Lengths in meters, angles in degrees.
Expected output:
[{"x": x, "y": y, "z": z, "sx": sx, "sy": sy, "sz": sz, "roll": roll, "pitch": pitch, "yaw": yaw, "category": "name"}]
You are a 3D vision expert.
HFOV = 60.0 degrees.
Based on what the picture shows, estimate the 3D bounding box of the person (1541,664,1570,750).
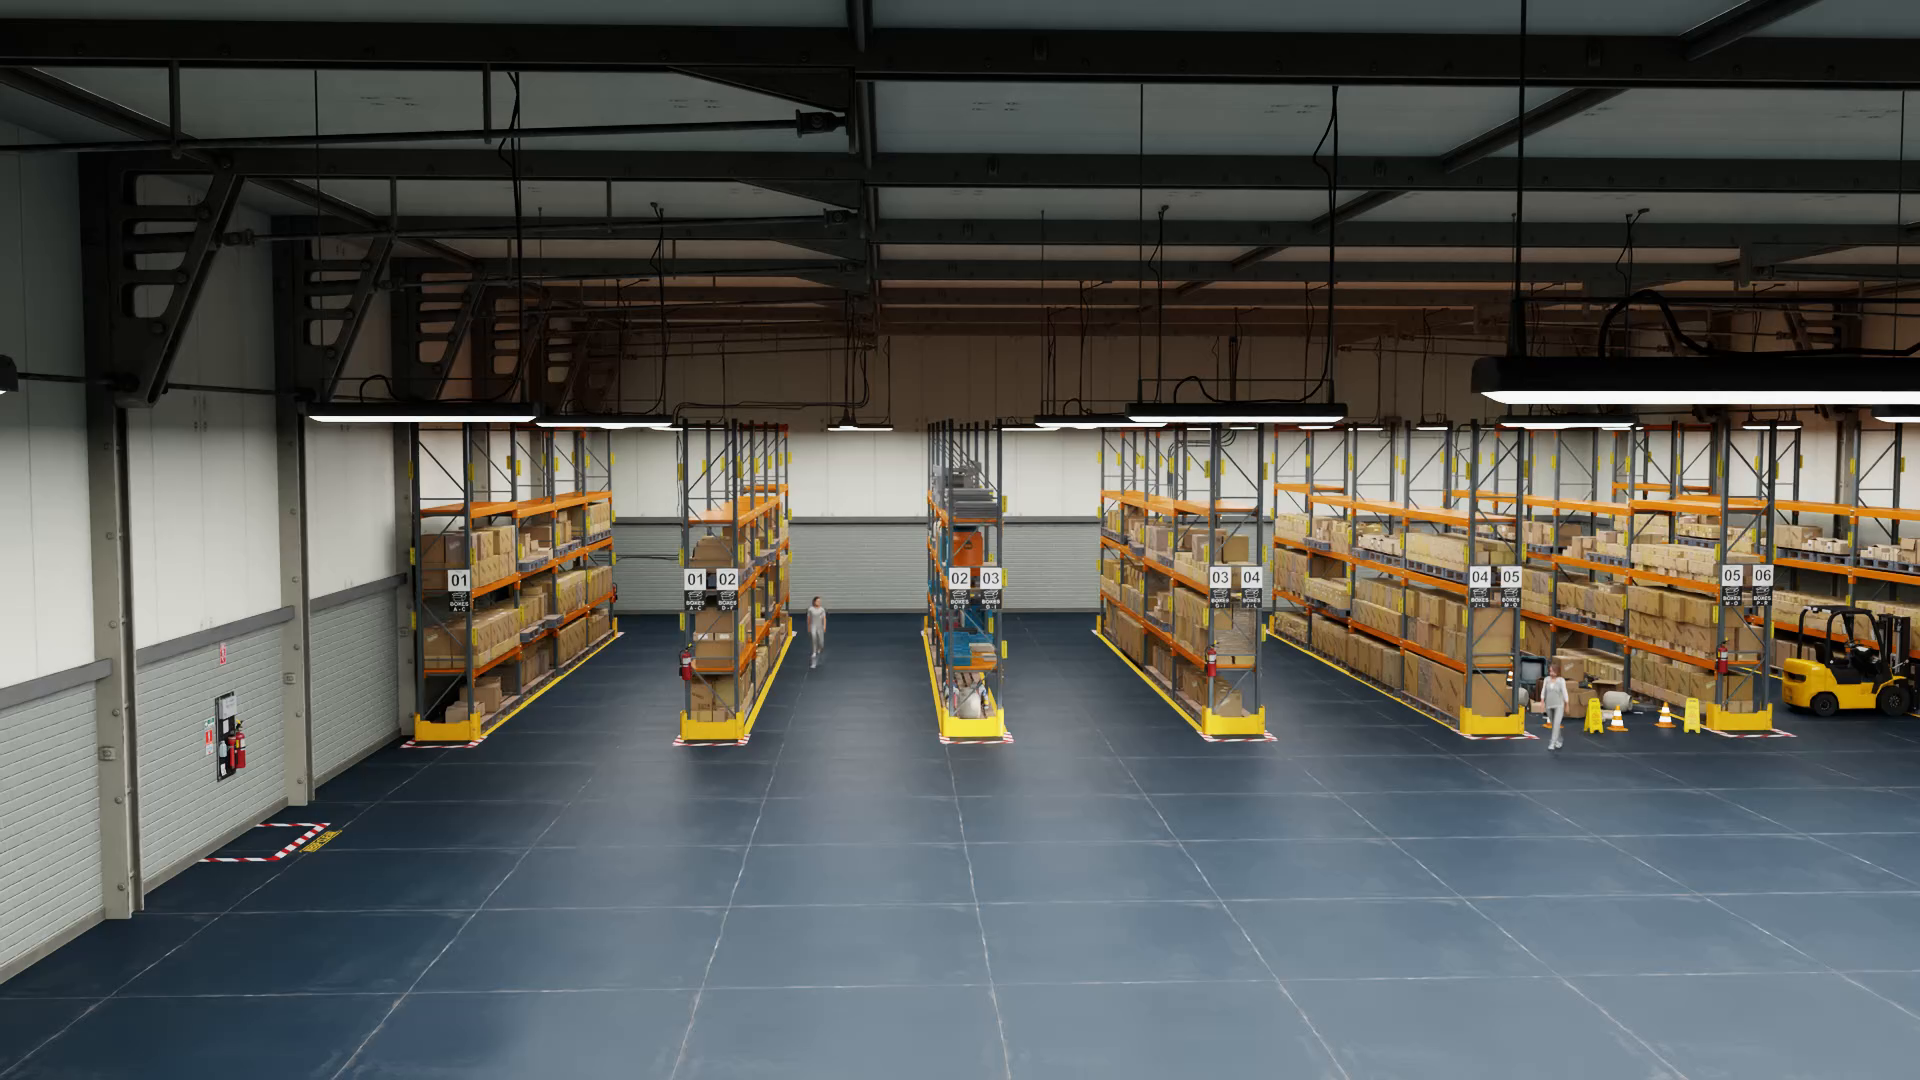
[{"x": 10.664, "y": 3.009, "z": 29.913, "sx": 0.451, "sy": 1.547, "sz": 0.957, "roll": 4, "pitch": 5, "yaw": 44, "category": "person"}]

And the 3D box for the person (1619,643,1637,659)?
[{"x": 16.394, "y": 2.329, "z": 40.785, "sx": 0.514, "sy": 1.576, "sz": 0.697, "roll": -1, "pitch": 4, "yaw": -10, "category": "person"}]

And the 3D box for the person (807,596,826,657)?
[{"x": -3.507, "y": 2.124, "z": 40.979, "sx": 0.463, "sy": 1.452, "sz": 0.730, "roll": -1, "pitch": 4, "yaw": -16, "category": "person"}]

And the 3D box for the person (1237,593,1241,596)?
[{"x": 6.958, "y": 2.181, "z": 41.411, "sx": 0.616, "sy": 1.716, "sz": 0.967, "roll": 0, "pitch": 4, "yaw": 3, "category": "person"}]
